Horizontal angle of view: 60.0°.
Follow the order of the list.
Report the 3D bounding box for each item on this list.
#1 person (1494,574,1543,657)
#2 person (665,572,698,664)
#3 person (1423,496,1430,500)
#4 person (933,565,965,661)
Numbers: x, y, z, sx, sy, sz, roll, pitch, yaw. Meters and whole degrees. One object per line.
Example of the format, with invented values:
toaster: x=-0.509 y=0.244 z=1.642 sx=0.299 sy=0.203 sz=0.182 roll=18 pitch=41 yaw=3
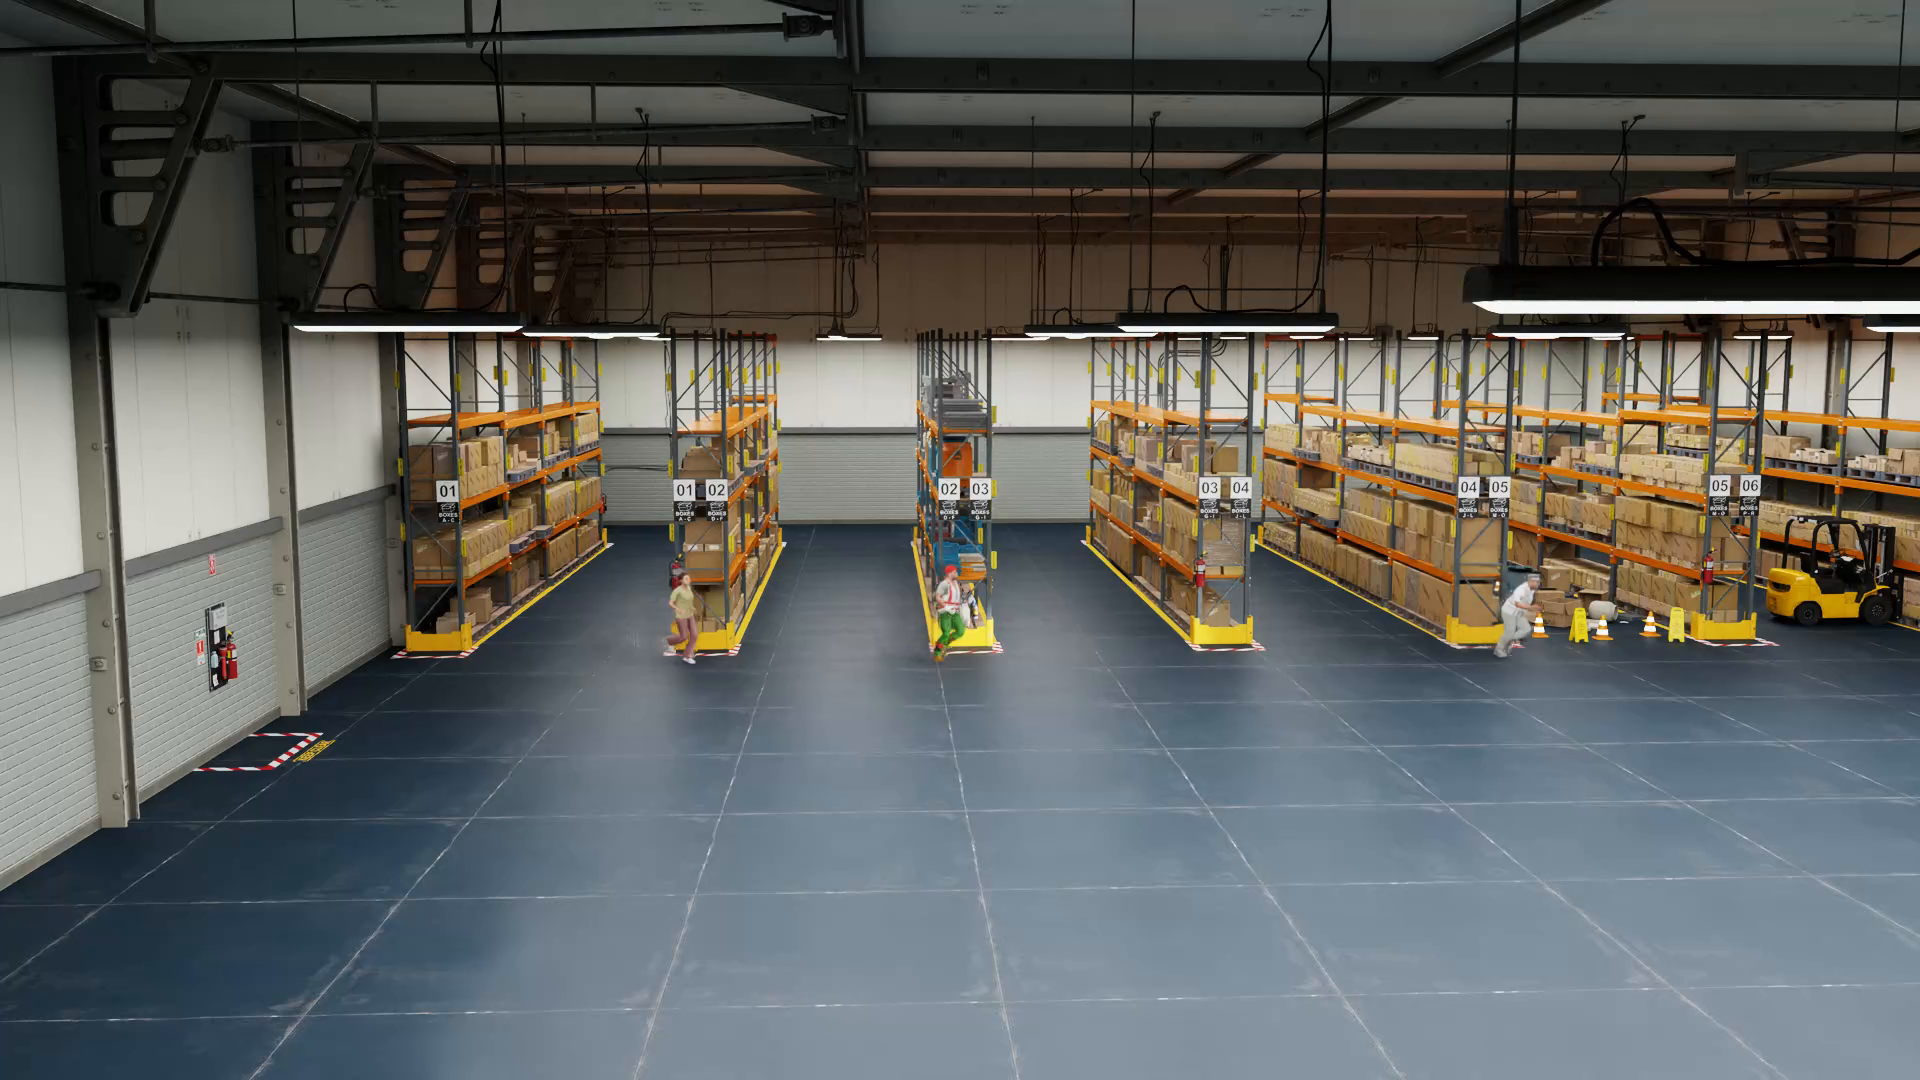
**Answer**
person: x=10.207 y=1.368 z=30.289 sx=0.909 sy=1.577 sz=0.694 roll=6 pitch=9 yaw=43
person: x=-5.029 y=1.393 z=30.079 sx=0.730 sy=1.650 sz=0.598 roll=5 pitch=8 yaw=36
person: x=13.995 y=-0.959 z=49.633 sx=0.595 sy=1.677 sz=0.660 roll=-2 pitch=7 yaw=-15
person: x=-0.148 y=1.313 z=30.169 sx=0.523 sy=1.720 sz=0.718 roll=5 pitch=8 yaw=36
